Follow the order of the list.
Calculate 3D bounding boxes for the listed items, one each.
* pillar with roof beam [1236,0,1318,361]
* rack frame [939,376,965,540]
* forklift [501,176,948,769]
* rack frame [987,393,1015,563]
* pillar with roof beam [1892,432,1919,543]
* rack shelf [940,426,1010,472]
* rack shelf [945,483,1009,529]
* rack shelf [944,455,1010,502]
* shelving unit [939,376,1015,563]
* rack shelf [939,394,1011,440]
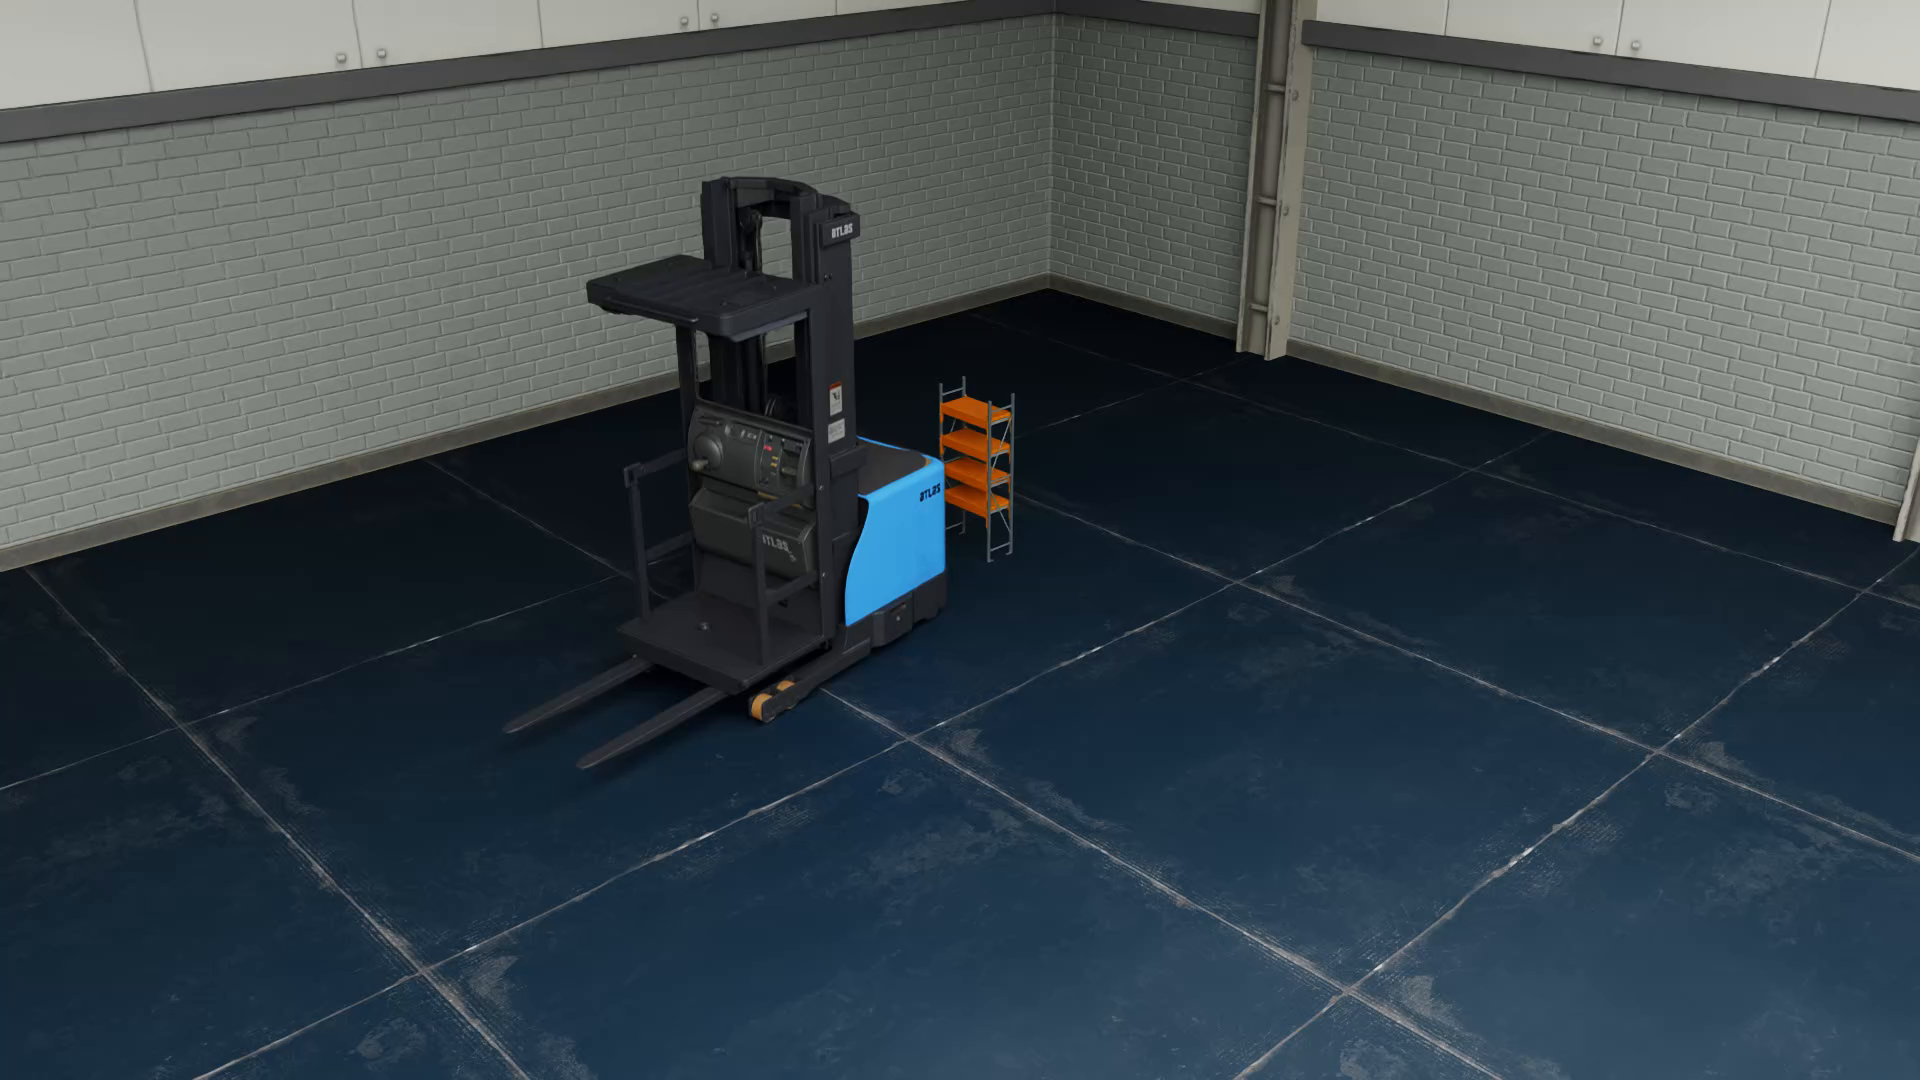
[{"bbox_3d":[-0.242,-4.677,11.457,9.100,9.000,0.400,-21,32,-38],"label":"pillar with roof beam"},{"bbox_3d":[-0.054,-0.570,11.850,0.240,1.200,0.015,-21,32,-38],"label":"rack frame"},{"bbox_3d":[-1.368,-0.499,9.610,1.130,2.935,3.031,17,30,33],"label":"forklift"},{"bbox_3d":[0.280,-0.422,11.526,0.240,1.200,0.015,-21,32,-38],"label":"rack frame"},{"bbox_3d":[3.859,-2.859,7.472,9.100,9.000,0.400,-21,32,-38],"label":"pillar with roof beam"},{"bbox_3d":[0.113,-0.638,11.623,0.258,0.148,0.480,-21,32,-38],"label":"rack shelf"},{"bbox_3d":[0.113,-0.254,11.798,0.258,0.148,0.480,-21,32,-38],"label":"rack shelf"},{"bbox_3d":[0.113,-0.435,11.716,0.258,0.148,0.480,-21,32,-38],"label":"rack shelf"},{"bbox_3d":[0.113,-0.496,11.688,0.258,1.200,0.503,-21,32,-38],"label":"shelving unit"},{"bbox_3d":[0.113,-0.853,11.525,0.258,0.148,0.480,-21,32,-38],"label":"rack shelf"}]
